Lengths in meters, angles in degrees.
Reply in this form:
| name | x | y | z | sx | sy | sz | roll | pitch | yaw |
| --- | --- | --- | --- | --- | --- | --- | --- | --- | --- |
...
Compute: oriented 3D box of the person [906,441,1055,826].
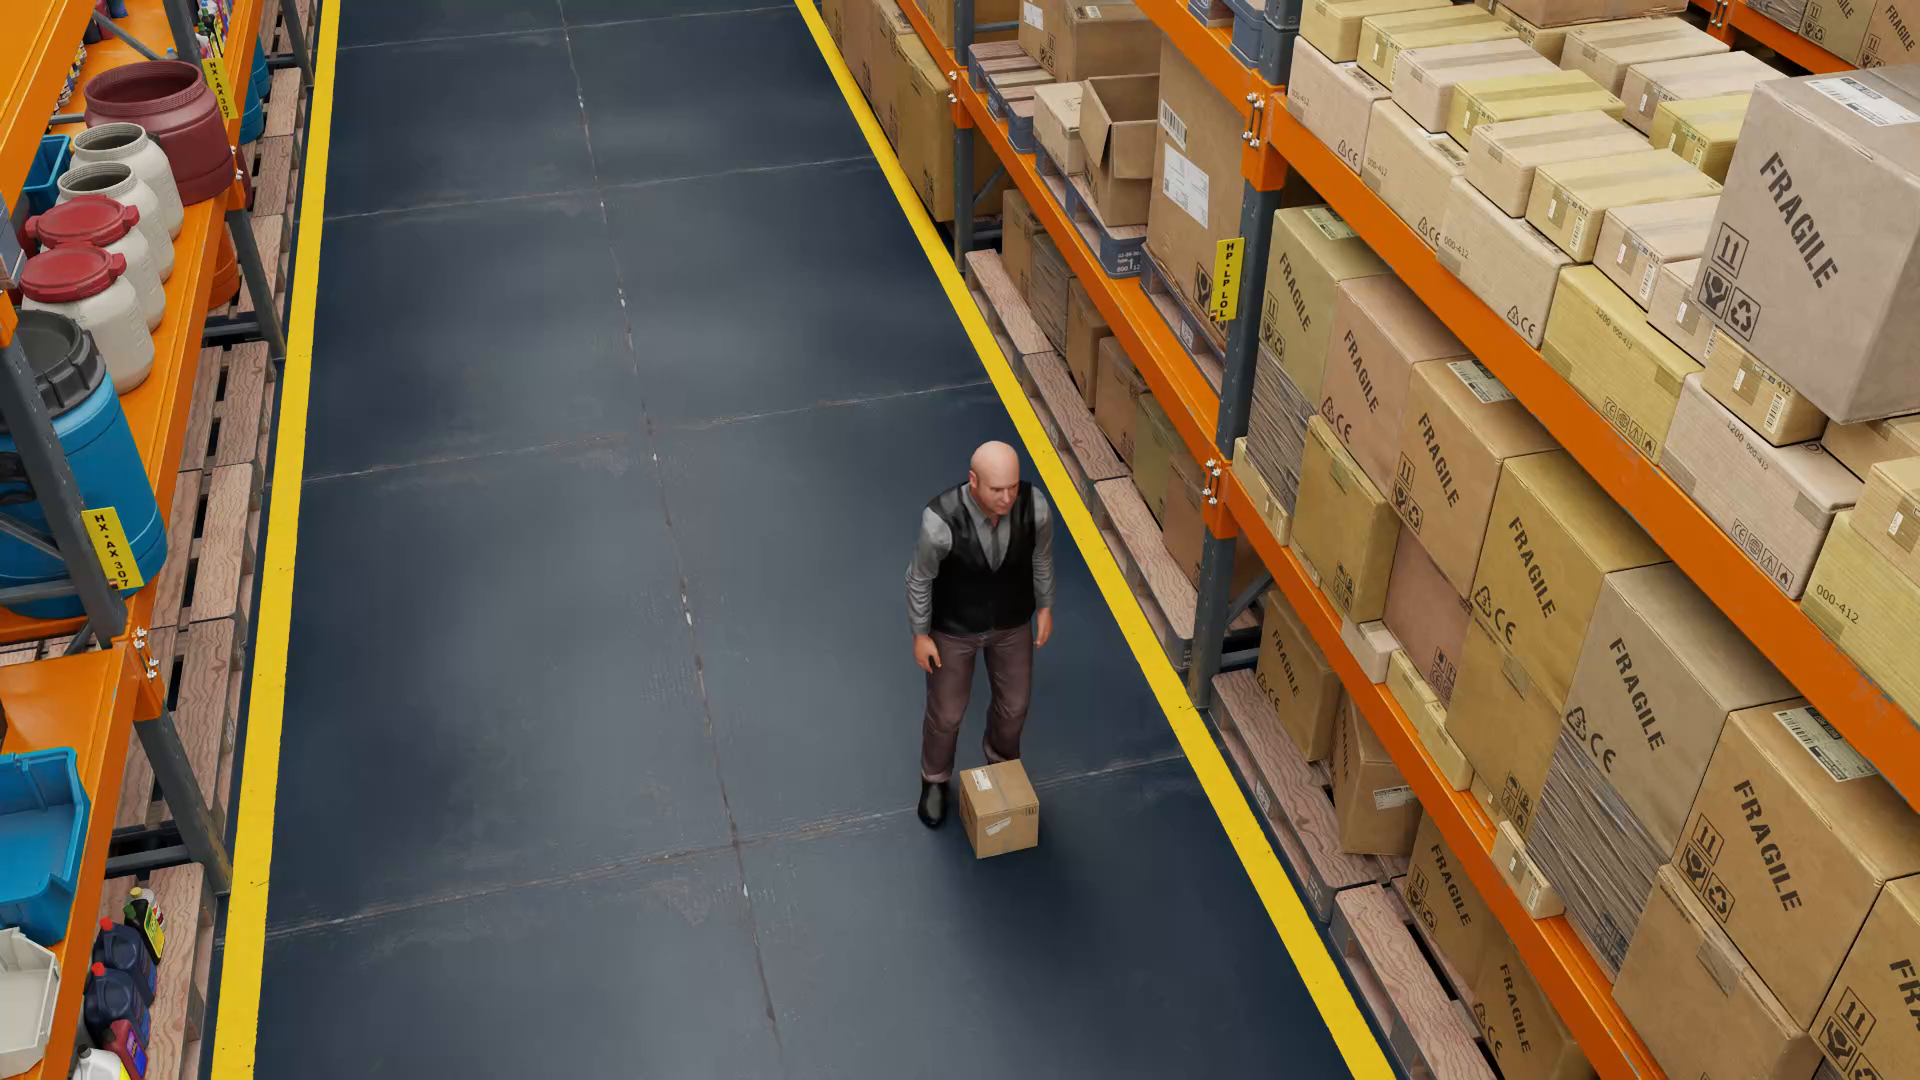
| name | x | y | z | sx | sy | sz | roll | pitch | yaw |
| --- | --- | --- | --- | --- | --- | --- | --- | --- | --- |
| person | 0.077 | 0.315 | 6.331 | 0.591 | 1.720 | 0.425 | -12 | 39 | -15 |
